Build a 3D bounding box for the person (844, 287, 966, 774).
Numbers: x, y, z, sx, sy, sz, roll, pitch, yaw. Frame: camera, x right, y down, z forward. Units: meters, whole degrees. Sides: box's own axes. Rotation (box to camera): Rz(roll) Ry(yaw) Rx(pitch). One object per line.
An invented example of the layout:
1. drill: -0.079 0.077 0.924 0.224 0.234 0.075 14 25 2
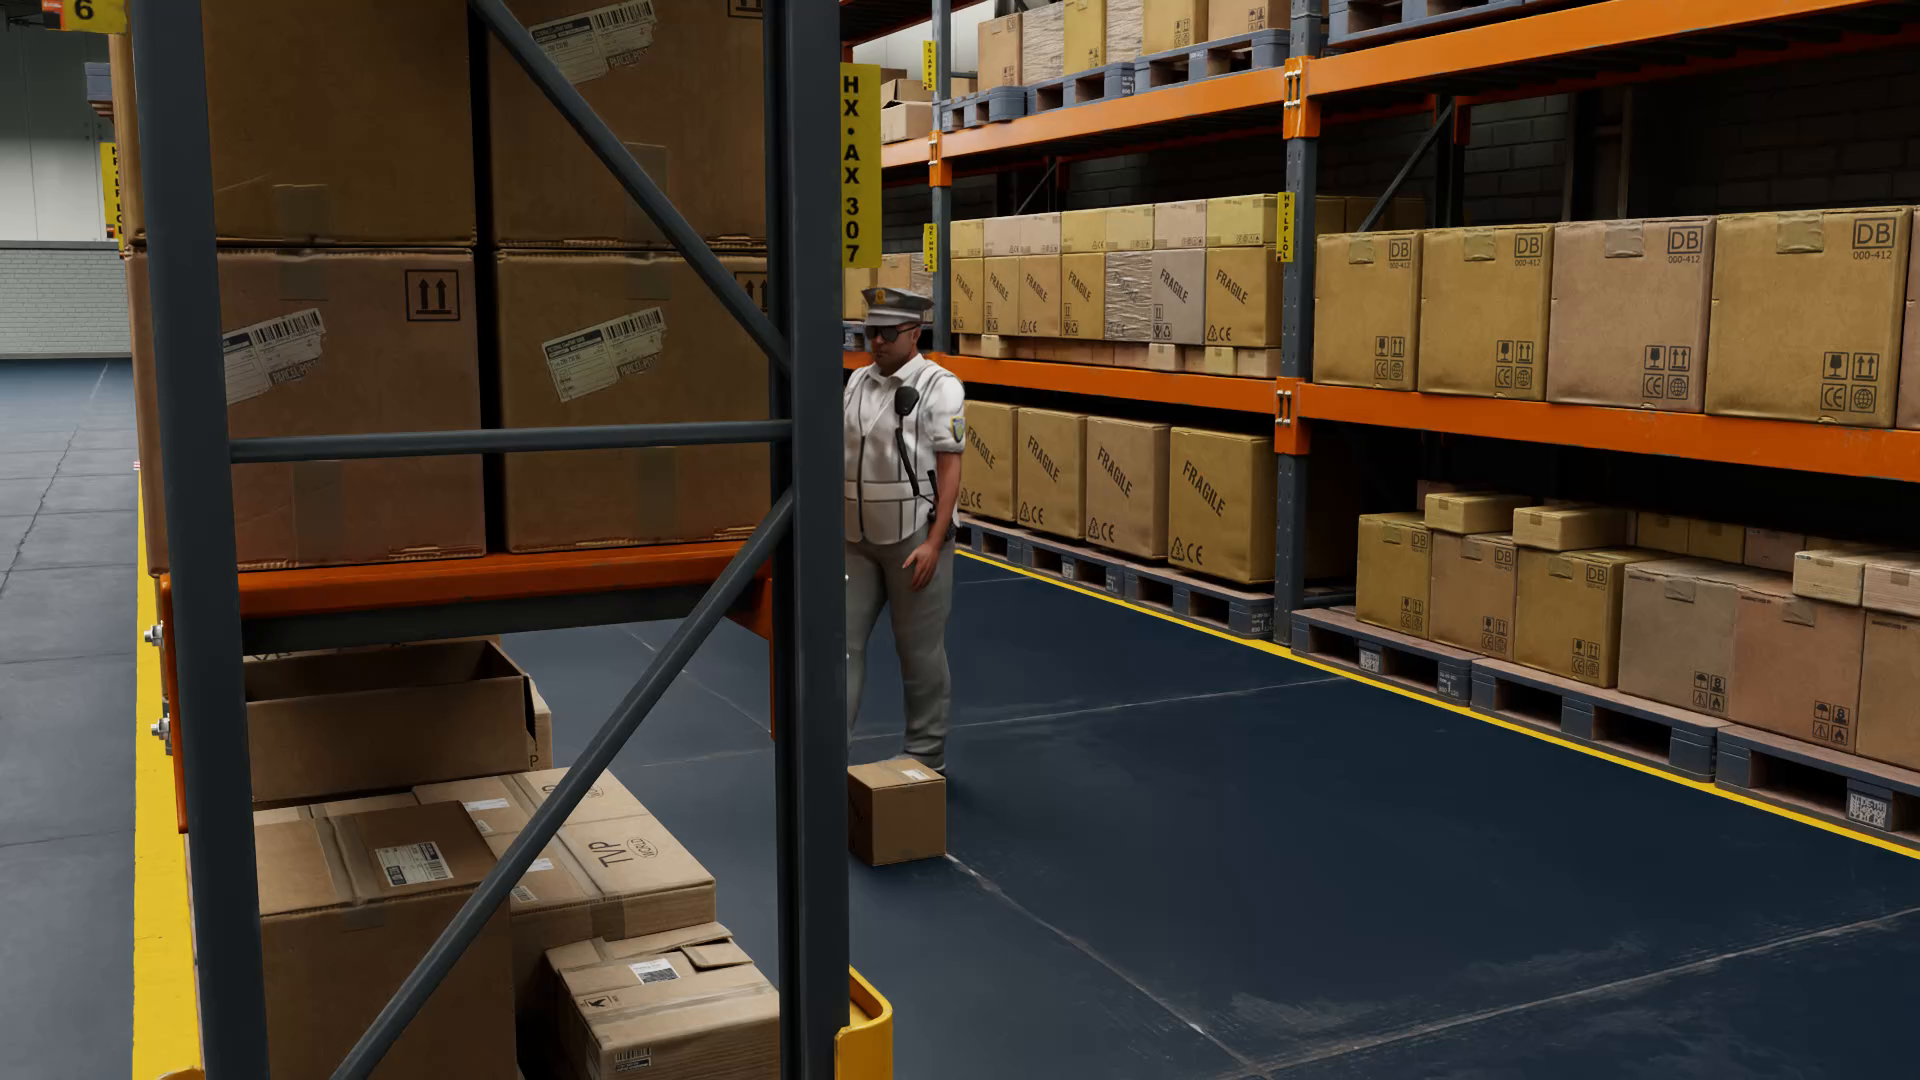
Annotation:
1. person: -0.310 0.010 5.710 0.523 1.740 0.682 6 10 34
